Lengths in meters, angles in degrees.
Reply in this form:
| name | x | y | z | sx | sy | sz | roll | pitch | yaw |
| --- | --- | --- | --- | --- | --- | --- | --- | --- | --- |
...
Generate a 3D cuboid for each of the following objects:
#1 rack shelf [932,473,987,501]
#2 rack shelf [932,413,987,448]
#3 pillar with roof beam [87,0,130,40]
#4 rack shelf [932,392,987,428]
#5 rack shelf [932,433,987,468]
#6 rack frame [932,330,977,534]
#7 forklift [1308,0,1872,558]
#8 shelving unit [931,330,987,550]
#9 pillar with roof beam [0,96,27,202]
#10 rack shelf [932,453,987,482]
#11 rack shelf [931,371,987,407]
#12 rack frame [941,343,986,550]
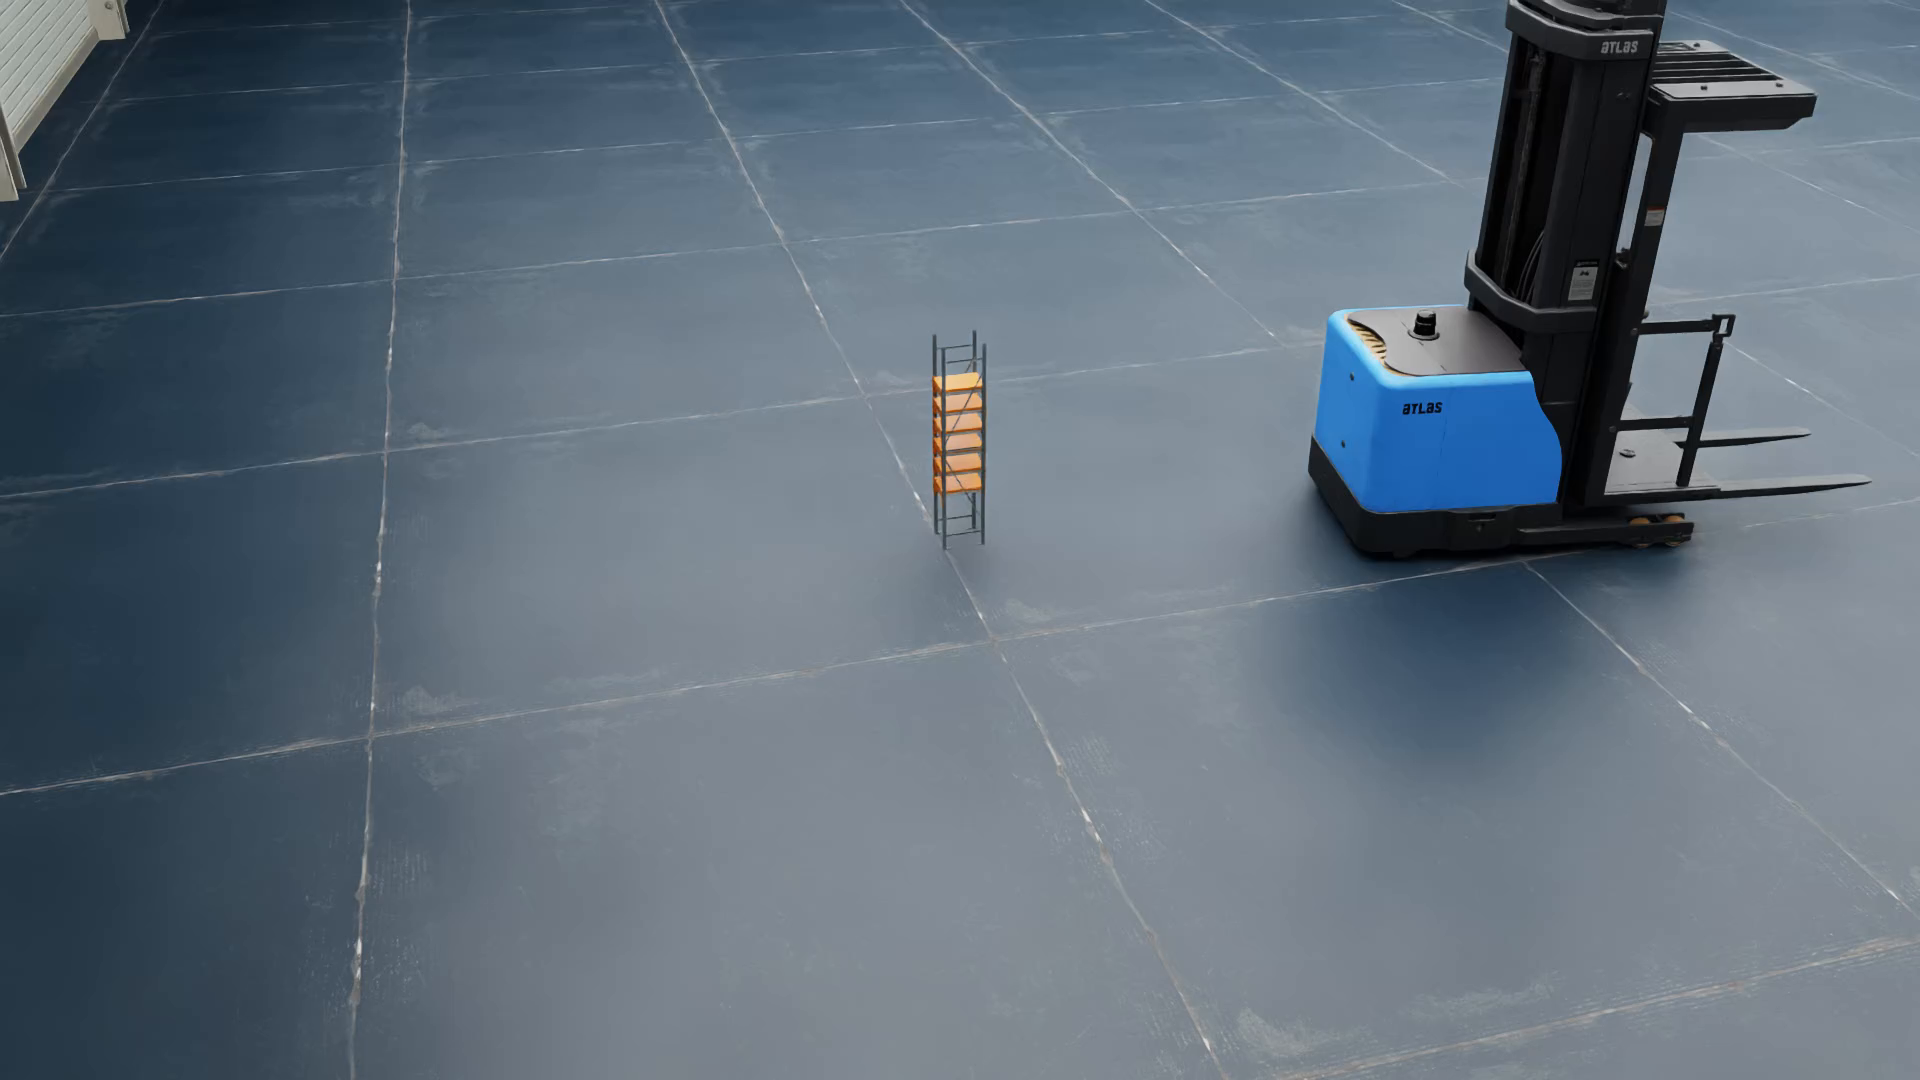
| name | x | y | z | sx | sy | sz | roll | pitch | yaw |
| --- | --- | --- | --- | --- | --- | --- | --- | --- | --- |
| rack shelf | -0.004 | -0.280 | 9.104 | 0.258 | 0.103 | 0.180 | -8 | 31 | -13 |
| rack shelf | -0.004 | -0.592 | 8.924 | 0.258 | 0.103 | 0.180 | -8 | 31 | -13 |
| pillar with roof beam | -5.747 | -10.361 | 18.168 | 9.100 | 9.000 | 0.400 | -8 | 31 | -13 |
| rack shelf | -0.004 | -0.696 | 8.864 | 0.258 | 0.103 | 0.180 | -8 | 31 | -13 |
| rack shelf | -0.004 | -0.488 | 8.984 | 0.258 | 0.103 | 0.180 | -8 | 31 | -13 |
| rack frame | -0.028 | -0.570 | 9.038 | 0.240 | 1.200 | 0.006 | -8 | 31 | -13 |
| forklift | 3.605 | -1.484 | 8.888 | 3.031 | 2.935 | 1.130 | -3 | 30 | -6 |
| shelving unit | -0.004 | -0.526 | 8.962 | 0.258 | 1.200 | 0.189 | -8 | 31 | -13 |
| pillar with roof beam | -4.154 | -7.463 | 13.161 | 9.100 | 9.000 | 0.400 | -8 | 31 | -13 |
| rack shelf | -0.004 | -0.384 | 9.044 | 0.258 | 0.103 | 0.180 | -8 | 31 | -13 |
| rack shelf | -0.004 | -0.799 | 8.803 | 0.258 | 0.103 | 0.180 | -8 | 31 | -13 |
| rack frame | 0.020 | -0.482 | 8.885 | 0.240 | 1.200 | 0.006 | -8 | 31 | -13 |
